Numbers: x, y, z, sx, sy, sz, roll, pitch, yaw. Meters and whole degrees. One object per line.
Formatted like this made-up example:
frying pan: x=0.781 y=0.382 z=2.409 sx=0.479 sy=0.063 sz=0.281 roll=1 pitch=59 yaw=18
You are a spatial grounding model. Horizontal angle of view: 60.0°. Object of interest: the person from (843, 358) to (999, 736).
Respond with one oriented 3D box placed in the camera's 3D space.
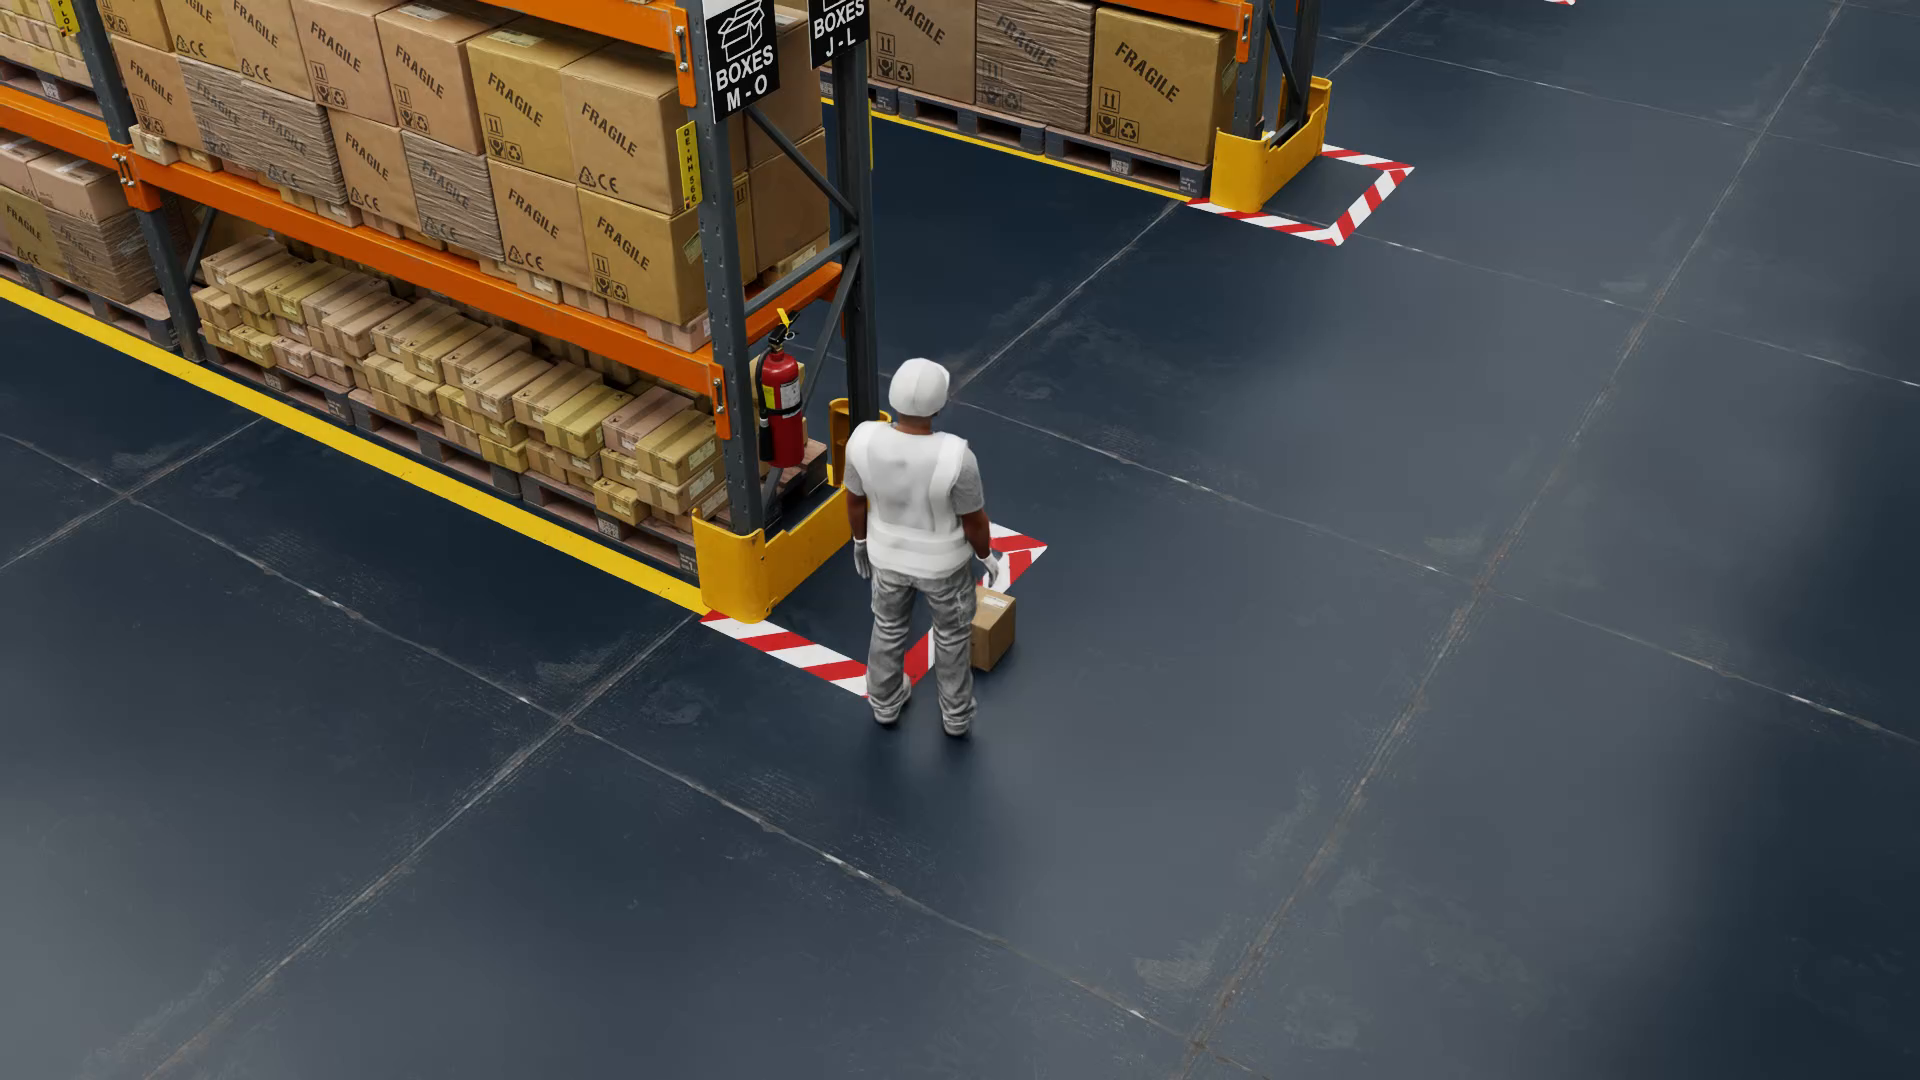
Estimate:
person: x=-0.142 y=0.043 z=6.572 sx=0.589 sy=1.796 sz=0.388 roll=13 pitch=40 yaw=16
